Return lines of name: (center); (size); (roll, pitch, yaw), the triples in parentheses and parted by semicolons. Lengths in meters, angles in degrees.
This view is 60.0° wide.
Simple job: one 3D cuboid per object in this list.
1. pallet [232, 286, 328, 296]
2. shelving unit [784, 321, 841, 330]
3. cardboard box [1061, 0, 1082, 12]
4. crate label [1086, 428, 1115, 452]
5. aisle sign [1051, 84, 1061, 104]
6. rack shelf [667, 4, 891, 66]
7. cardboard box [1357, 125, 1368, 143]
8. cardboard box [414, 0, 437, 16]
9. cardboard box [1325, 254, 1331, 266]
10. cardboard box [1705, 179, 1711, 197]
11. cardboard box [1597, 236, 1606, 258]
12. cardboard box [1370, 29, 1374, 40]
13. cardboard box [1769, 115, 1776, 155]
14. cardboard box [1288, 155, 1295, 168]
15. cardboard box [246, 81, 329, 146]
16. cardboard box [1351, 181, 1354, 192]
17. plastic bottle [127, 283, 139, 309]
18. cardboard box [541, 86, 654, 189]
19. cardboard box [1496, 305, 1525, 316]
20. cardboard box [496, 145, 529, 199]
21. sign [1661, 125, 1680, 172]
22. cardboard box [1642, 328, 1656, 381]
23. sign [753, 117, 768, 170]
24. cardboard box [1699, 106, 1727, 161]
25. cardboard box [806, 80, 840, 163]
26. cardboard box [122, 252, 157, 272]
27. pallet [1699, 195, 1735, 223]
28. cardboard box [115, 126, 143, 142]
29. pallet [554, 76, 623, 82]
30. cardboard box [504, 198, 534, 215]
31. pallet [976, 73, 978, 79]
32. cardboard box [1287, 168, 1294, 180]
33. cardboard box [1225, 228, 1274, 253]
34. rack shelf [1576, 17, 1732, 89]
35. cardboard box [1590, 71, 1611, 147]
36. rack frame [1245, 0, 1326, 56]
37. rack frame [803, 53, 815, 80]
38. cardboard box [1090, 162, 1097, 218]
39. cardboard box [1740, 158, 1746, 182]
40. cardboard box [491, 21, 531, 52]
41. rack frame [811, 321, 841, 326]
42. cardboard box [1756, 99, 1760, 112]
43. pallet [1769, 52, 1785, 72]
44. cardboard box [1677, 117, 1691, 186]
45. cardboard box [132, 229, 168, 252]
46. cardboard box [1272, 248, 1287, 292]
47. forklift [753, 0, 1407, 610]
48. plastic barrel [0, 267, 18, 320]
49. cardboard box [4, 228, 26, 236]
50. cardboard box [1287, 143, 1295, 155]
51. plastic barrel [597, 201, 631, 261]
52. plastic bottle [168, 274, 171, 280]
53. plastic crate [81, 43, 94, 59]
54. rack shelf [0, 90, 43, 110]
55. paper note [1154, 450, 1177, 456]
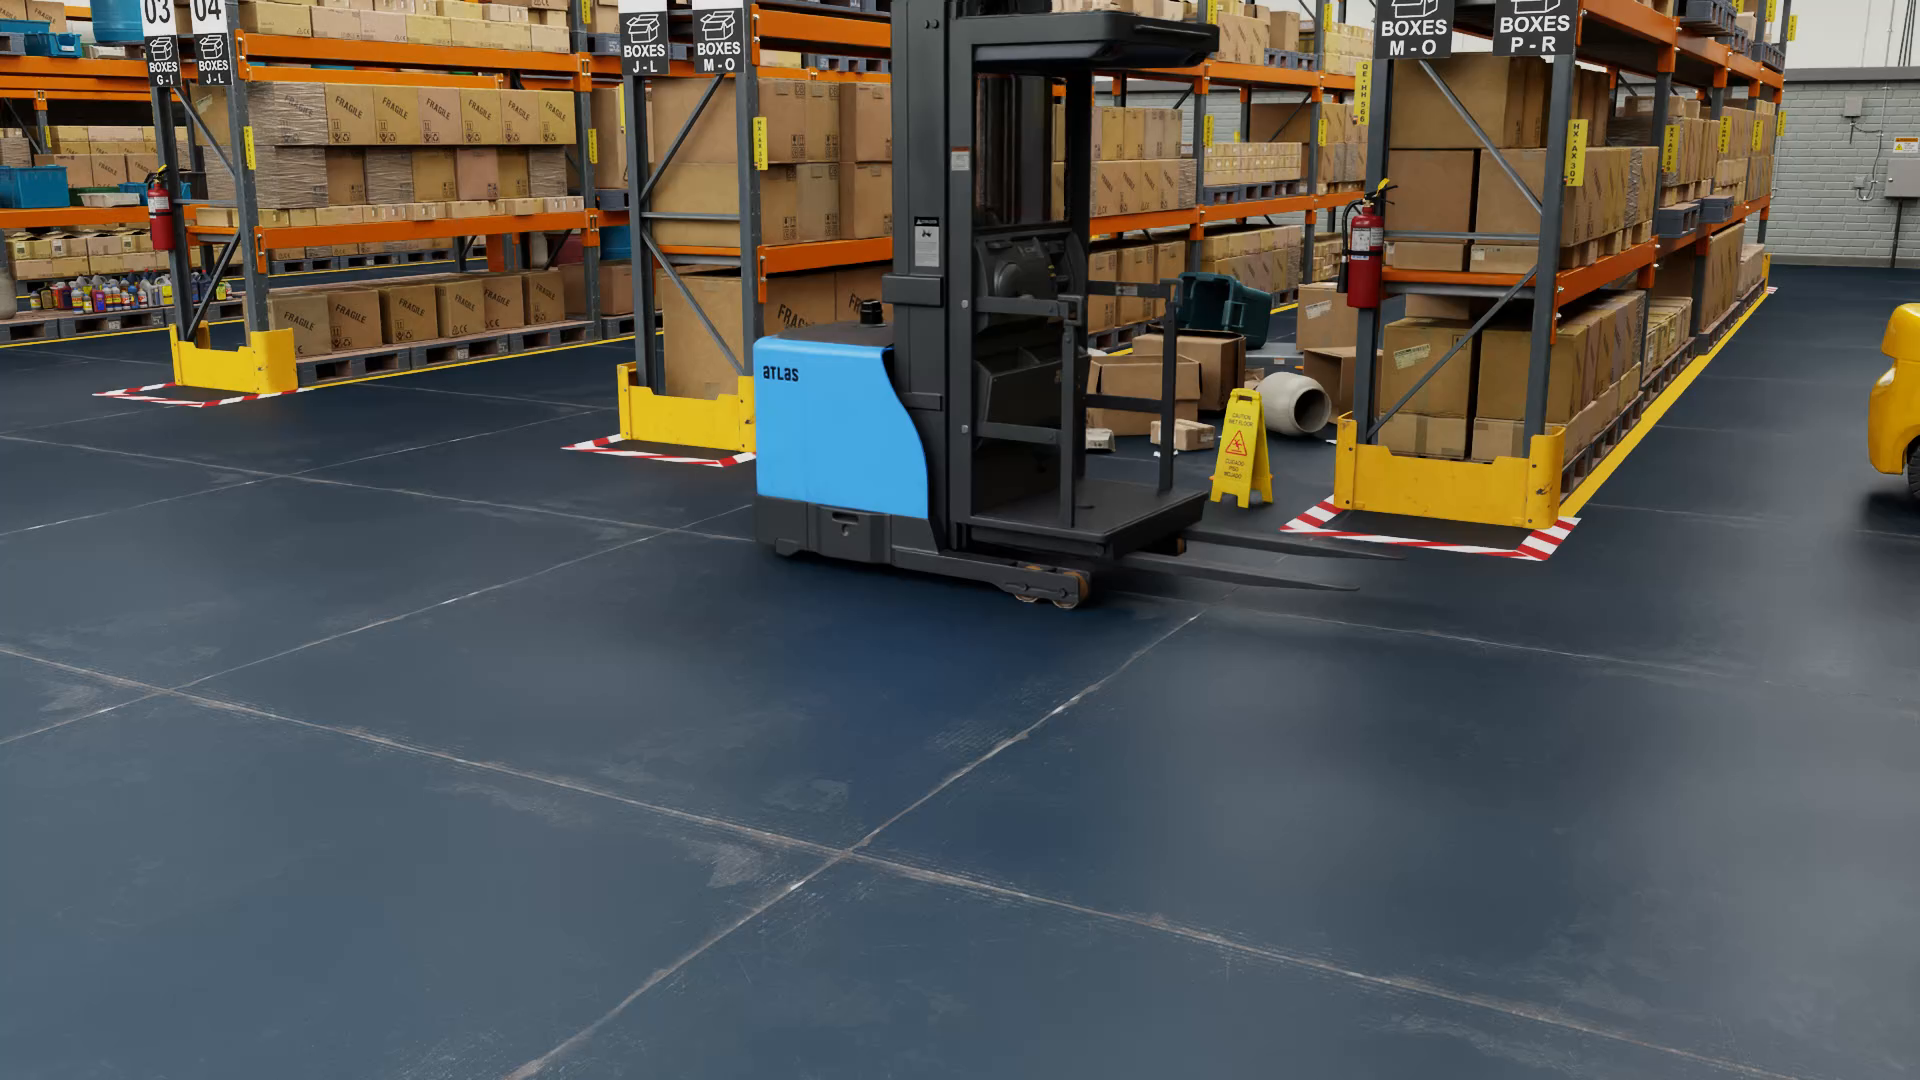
pallet: (-8.106, -2.908, 20.145); (1.003, 0.211, 1.213); (7, 15, 28)
shelving unit: (-0.745, -0.630, 8.879); (0.215, 1.050, 0.252); (4, 14, 30)
cardboard box: (0.896, -4.728, 14.770); (0.250, 0.149, 0.380); (7, 15, 28)
crate label: (0.894, -0.660, 10.981); (0.250, 0.136, 0.298); (0, 14, -1)
aisle sign: (1.458, -7.311, 26.914); (0.394, 0.787, 0.004); (7, 15, 28)
rack shelf: (-0.789, -3.652, 12.418); (1.077, 0.370, 4.000); (7, 15, 28)
cardboard box: (5.234, -5.653, 22.599); (0.500, 0.500, 0.500); (7, 15, 26)
cardboard box: (-4.860, -4.700, 14.699); (0.380, 0.149, 0.250); (7, 15, 26)
cardboard box: (4.763, -3.768, 22.313); (0.380, 0.149, 0.250); (7, 15, 25)
cardboard box: (6.392, -3.103, 14.644); (0.380, 0.149, 0.250); (7, 15, 28)
cardboard box: (3.767, -1.832, 10.267); (0.380, 0.149, 0.250); (7, 15, 27)
cardboard box: (5.428, -6.878, 22.664); (0.380, 0.149, 0.250); (8, 16, 29)
cardboard box: (10.109, -5.174, 21.249); (0.500, 0.500, 0.500); (7, 15, 28)
cardboard box: (3.899, -4.664, 20.484); (0.380, 0.149, 0.250); (7, 15, 28)
cardboard box: (-5.545, -3.477, 13.576); (0.500, 0.500, 0.500); (7, 15, 28)
cardboard box: (5.151, -4.830, 22.705); (0.380, 0.149, 0.250); (8, 16, 30)
plastic bottle: (-8.924, -2.634, 17.942); (0.097, 0.271, 0.097); (0, 14, 0)
cardboard box: (-3.609, -4.180, 17.295); (1.000, 1.000, 1.000); (7, 15, 28)
cardboard box: (3.284, -1.230, 10.604); (0.500, 0.500, 0.500); (7, 15, 27)
cardboard box: (-4.660, -3.546, 15.995); (0.875, 0.500, 0.500); (7, 15, 28)
sign: (5.038, -2.775, 11.797); (0.100, 0.325, 0.005); (7, 15, 28)
cardboard box: (4.811, -1.449, 12.853); (0.950, 0.372, 0.625); (8, 16, 29)
sign: (-1.273, -2.529, 10.606); (0.100, 0.325, 0.005); (7, 15, 28)
cardboard box: (6.946, -3.843, 15.727); (0.500, 0.500, 0.500); (7, 15, 26)
cardboard box: (-1.358, -2.926, 11.648); (0.875, 0.550, 0.550); (7, 15, 28)
cardboard box: (-11.631, -3.898, 23.272); (0.500, 0.250, 0.500); (8, 16, 29)
pallet: (6.242, -2.983, 14.917); (1.213, 0.211, 1.003); (7, 15, 28)
cardboard box: (-14.247, -6.886, 28.205); (0.500, 0.250, 0.500); (7, 15, 28)
pallet: (-5.423, -6.701, 23.931); (1.003, 0.211, 1.213); (7, 15, 28)
cardboard box: (-4.288, -3.179, 15.854); (0.380, 0.149, 0.250); (7, 15, 28)
pallet: (0.157, -6.760, 23.962); (1.003, 0.211, 1.213); (7, 15, 28)
cardboard box: (3.901, -4.520, 20.523); (0.380, 0.149, 0.250); (7, 15, 28)
cardboard box: (3.403, -3.554, 19.711); (0.500, 0.250, 0.500); (7, 15, 26)
rack shelf: (5.526, -3.933, 13.581); (1.077, 0.370, 4.000); (7, 15, 28)
cardboard box: (4.157, -3.028, 11.710); (0.700, 0.500, 0.500); (7, 15, 27)
rack frame: (4.045, -7.512, 20.492); (1.000, 3.000, 0.127); (7, 15, 28)
rack frame: (-2.182, -4.357, 20.208); (1.000, 3.000, 0.127); (7, 15, 28)
cardboard box: (0.911, -3.184, 15.126); (0.500, 0.500, 0.500); (8, 15, 28)
cardboard box: (8.192, -4.004, 17.995); (0.500, 0.250, 0.500); (8, 16, 29)
cardboard box: (-4.369, -4.693, 15.520); (0.500, 0.250, 0.500); (8, 16, 29)
rack frame: (-0.683, -0.654, 8.981); (0.200, 1.050, 0.008); (4, 14, 30)
cardboard box: (9.177, -5.096, 19.542); (0.380, 0.149, 0.250); (7, 15, 28)
pallet: (10.011, -6.138, 21.381); (1.003, 0.211, 1.213); (7, 15, 28)
cardboard box: (5.279, -2.978, 12.742); (0.500, 0.500, 0.500); (7, 15, 28)
cardboard box: (-11.382, -4.275, 23.639); (0.500, 0.311, 0.500); (7, 15, 28)
cardboard box: (3.659, -3.299, 20.254); (0.500, 0.500, 0.500); (7, 15, 27)
forklift: (0.507, -1.262, 7.516); (3.031, 2.935, 1.130); (8, 16, 31)
plastic barrel: (-9.891, -2.519, 16.993); (0.421, 0.512, 0.421); (0, 14, 0)
cardboard box: (-15.492, -4.886, 26.796); (0.700, 0.500, 0.500); (8, 16, 29)
cardboard box: (3.893, -4.807, 20.443); (0.380, 0.149, 0.250); (7, 15, 26)
plastic barrel: (-5.204, -4.668, 25.079); (0.600, 0.901, 0.708); (7, 15, 28)
plastic bottle: (-9.028, -2.894, 18.996); (0.061, 0.283, 0.133); (7, 15, 28)
plastic crate: (-9.452, -5.160, 17.590); (0.336, 0.188, 0.450); (7, 15, 28)
rack shelf: (-16.157, -6.739, 25.222); (1.077, 0.370, 4.000); (7, 15, 28)
paper note: (1.340, -0.570, 10.831); (0.148, 0.019, 0.142); (2, 14, 9)
